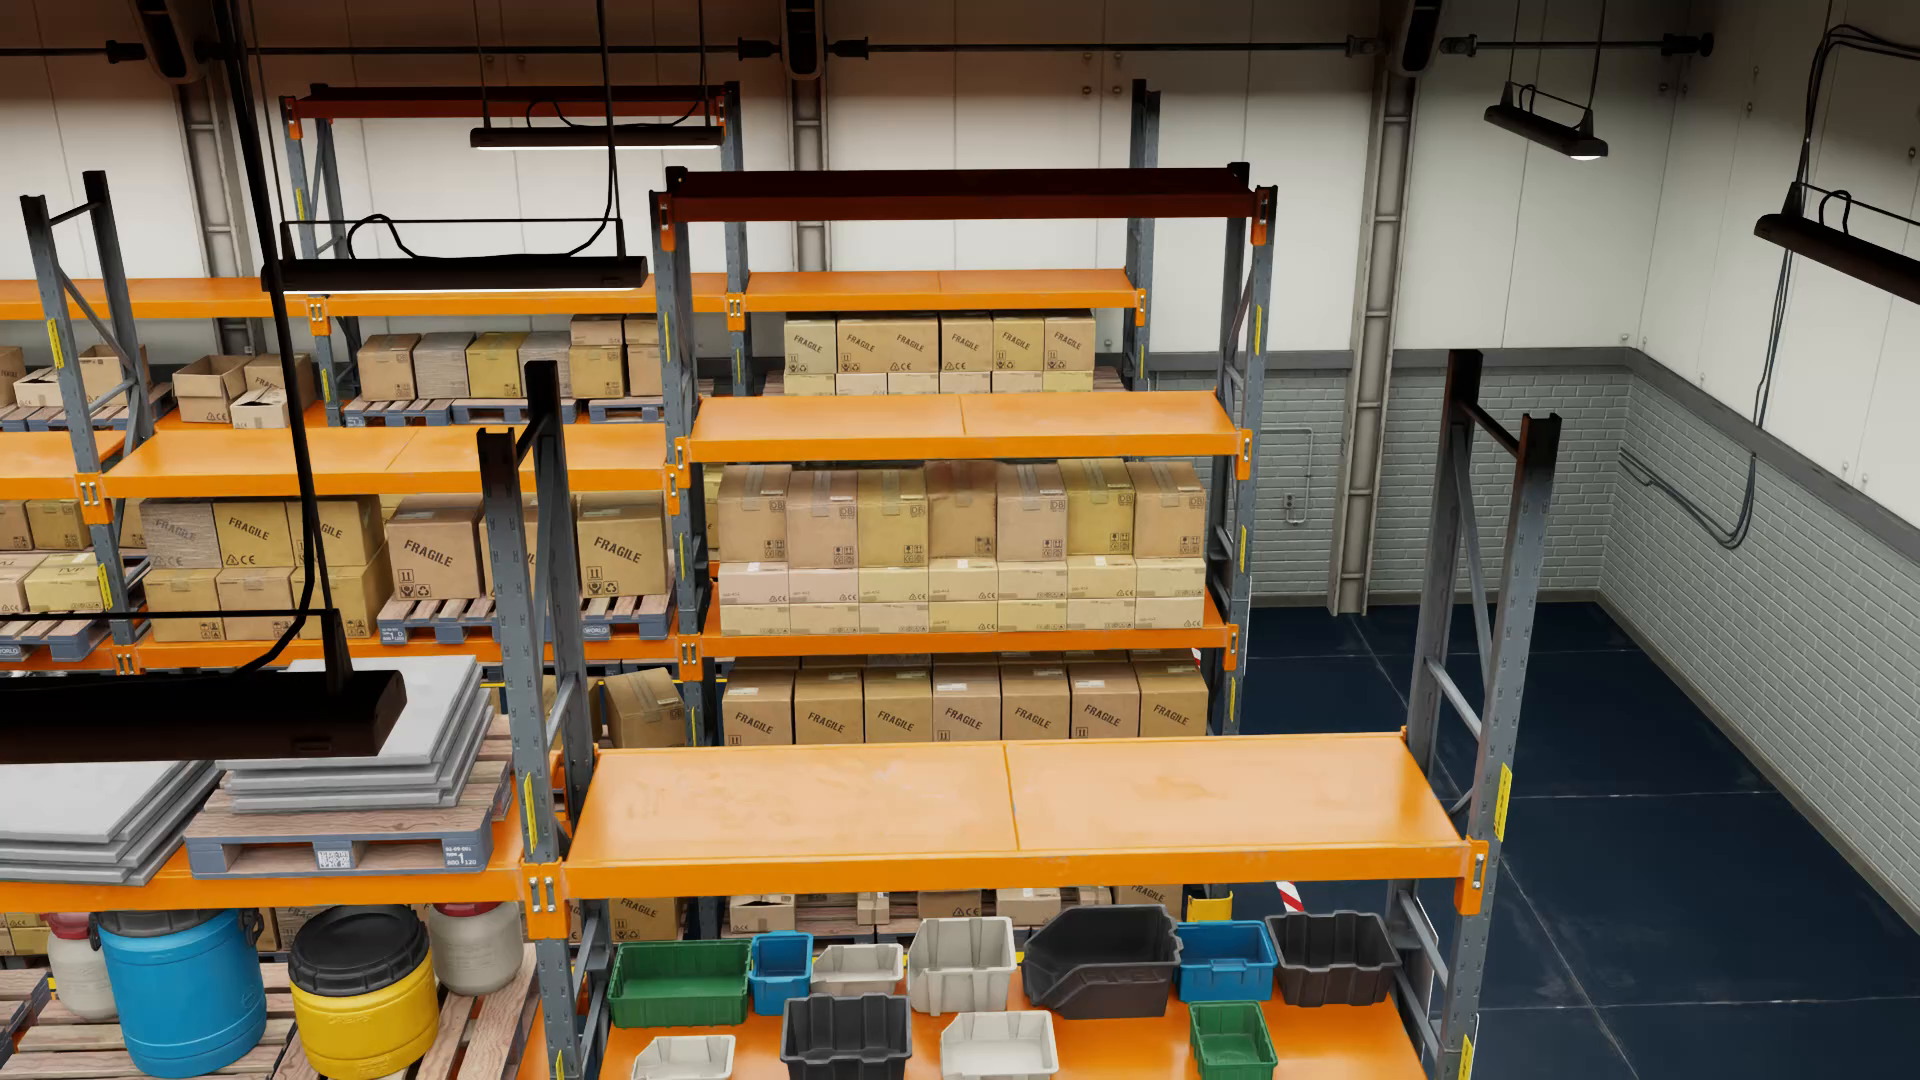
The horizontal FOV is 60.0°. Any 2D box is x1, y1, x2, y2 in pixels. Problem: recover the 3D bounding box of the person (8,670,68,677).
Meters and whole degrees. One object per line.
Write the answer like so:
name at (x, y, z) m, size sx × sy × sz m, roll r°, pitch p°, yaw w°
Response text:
person at (-8.874, 1.172, 15.883) m, size 1.065 × 1.722 × 0.578 m, roll -13°, pitch 26°, yaw -29°
